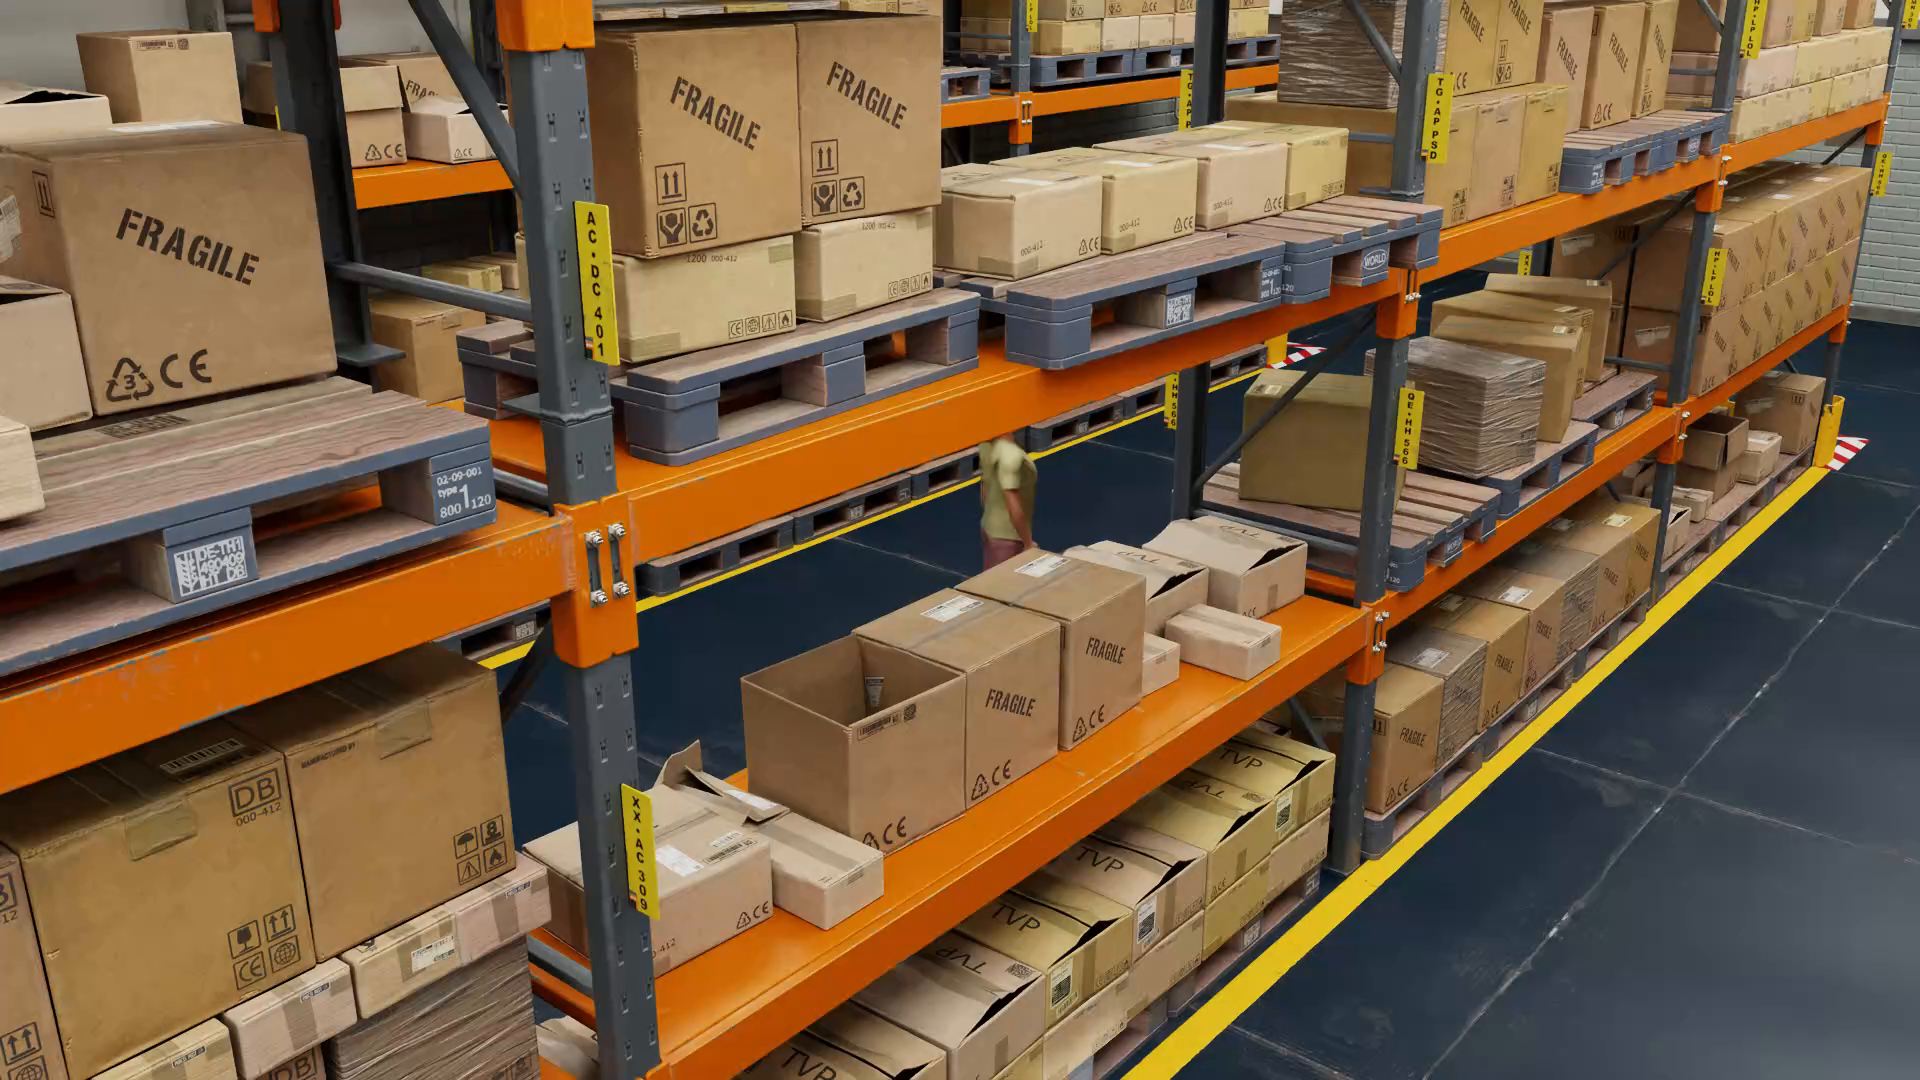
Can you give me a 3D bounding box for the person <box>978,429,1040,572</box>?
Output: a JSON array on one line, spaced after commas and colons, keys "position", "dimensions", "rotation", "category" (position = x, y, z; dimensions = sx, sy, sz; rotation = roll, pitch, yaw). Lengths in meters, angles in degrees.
[{"position": [0.229, 0.009, 9.004], "dimensions": [0.389, 1.669, 0.614], "rotation": [-5, 21, -13], "category": "person"}]
